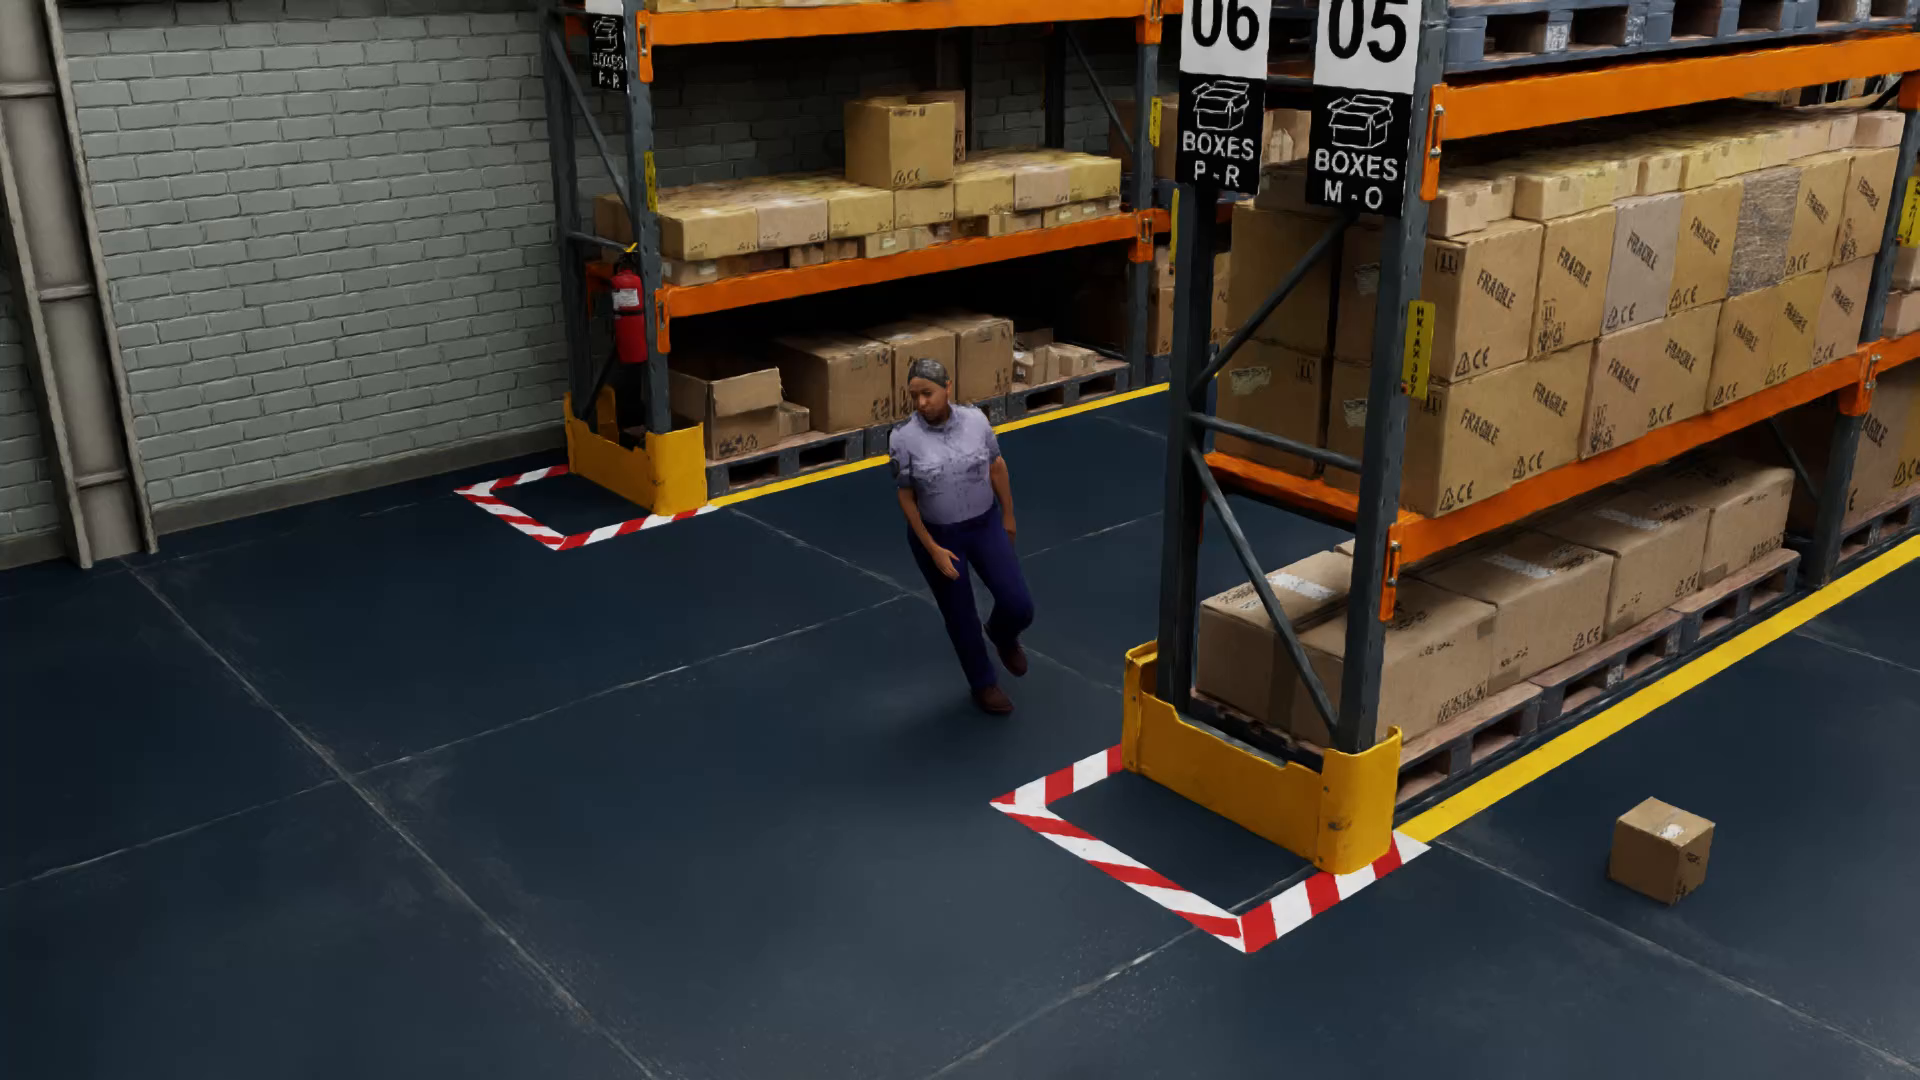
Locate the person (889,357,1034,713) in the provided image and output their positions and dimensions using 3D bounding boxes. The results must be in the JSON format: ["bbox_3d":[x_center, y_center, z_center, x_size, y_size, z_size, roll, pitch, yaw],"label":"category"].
[{"bbox_3d":[0.020,-0.023,7.169,0.660,1.604,0.493,-5,22,-13],"label":"person"}]
